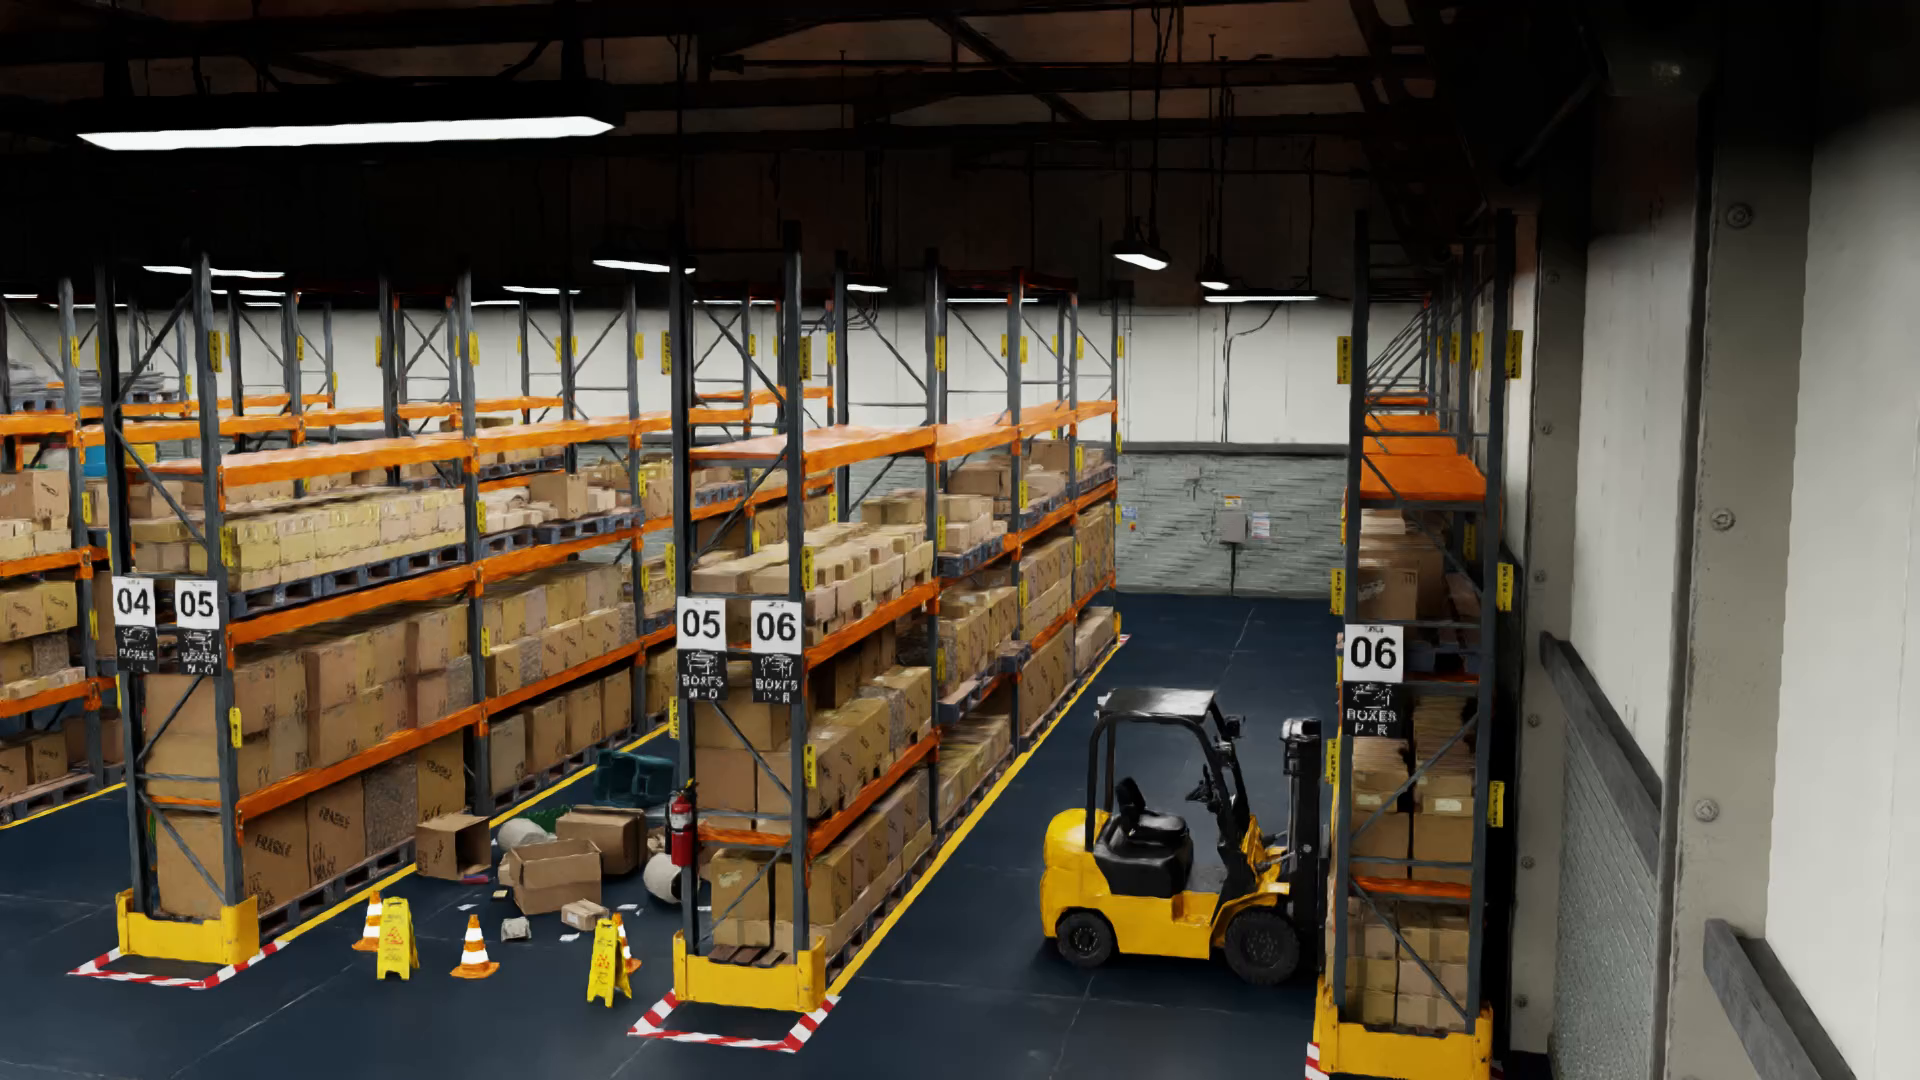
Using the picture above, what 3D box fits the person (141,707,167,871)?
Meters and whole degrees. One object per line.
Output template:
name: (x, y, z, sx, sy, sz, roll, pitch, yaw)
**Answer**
person: (-7.596, 2.375, 15.936, 0.677, 1.742, 0.552, 2, 7, 12)
